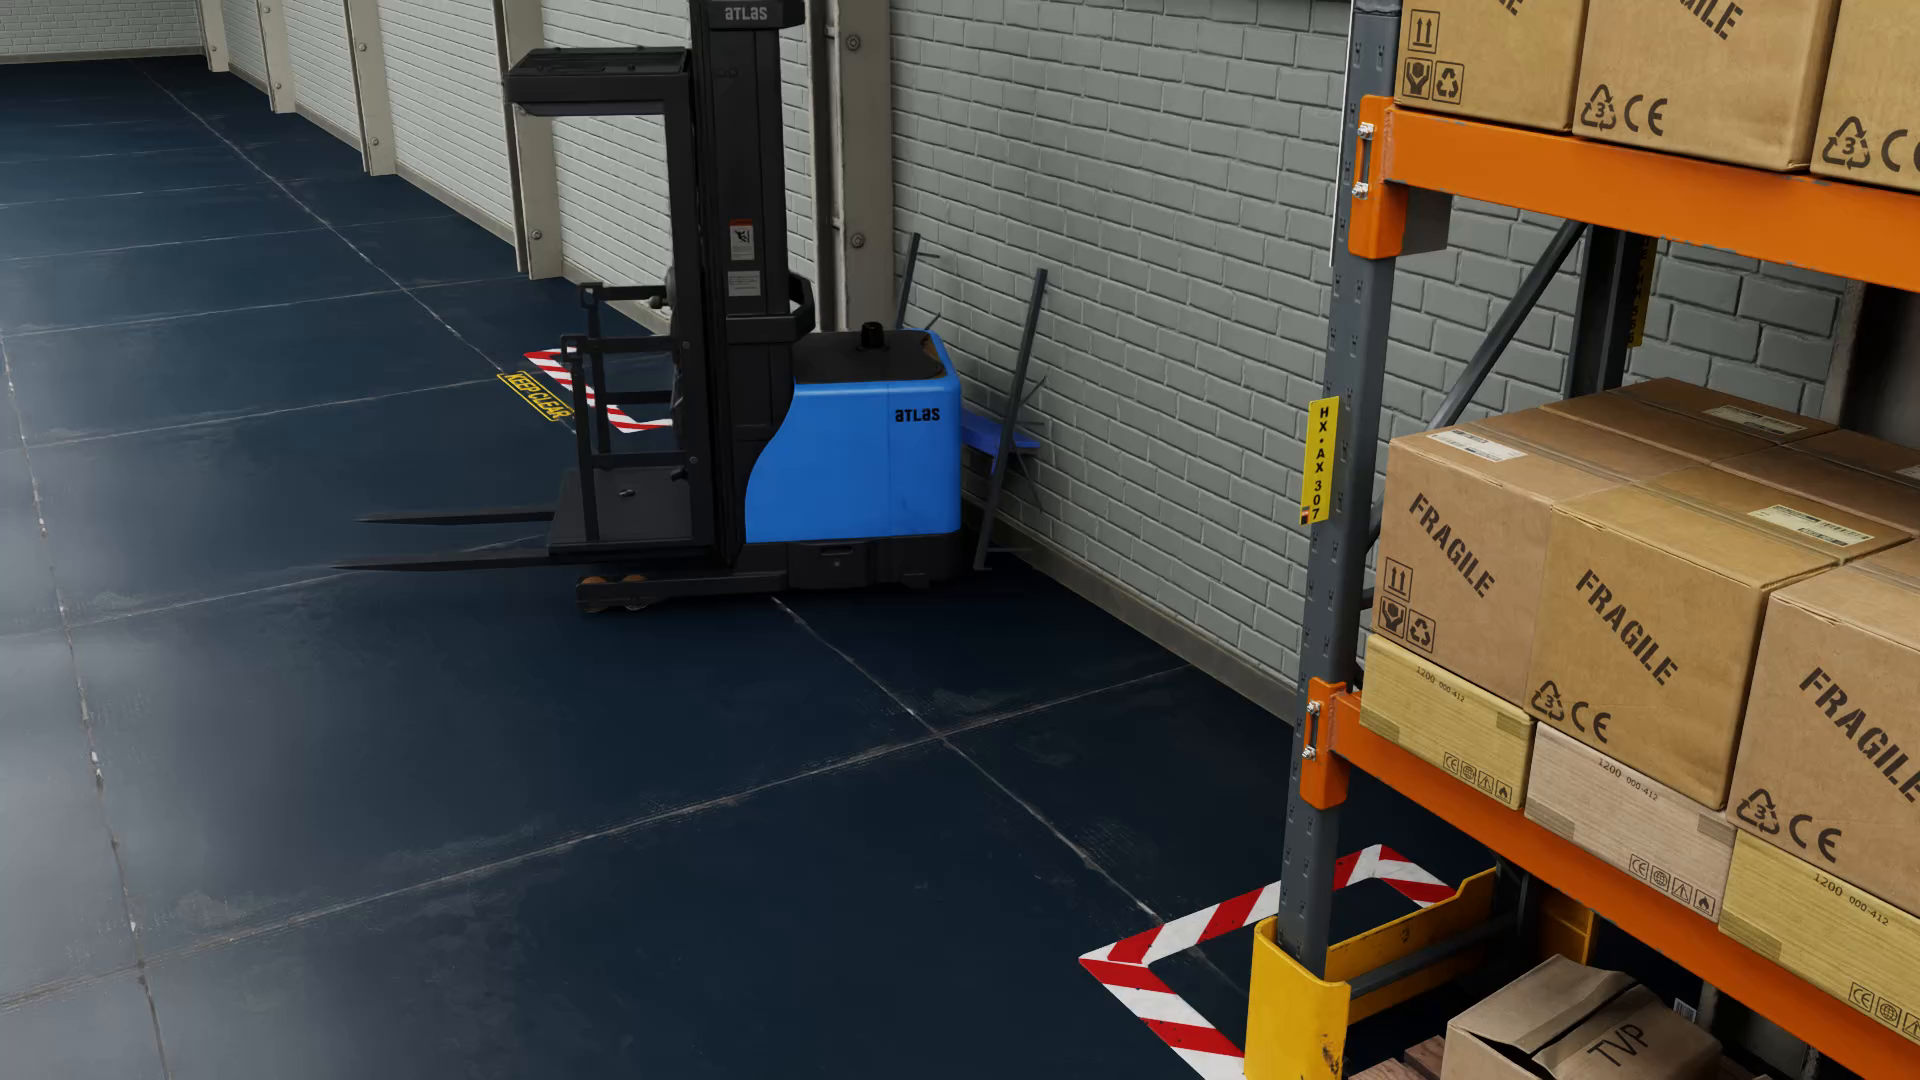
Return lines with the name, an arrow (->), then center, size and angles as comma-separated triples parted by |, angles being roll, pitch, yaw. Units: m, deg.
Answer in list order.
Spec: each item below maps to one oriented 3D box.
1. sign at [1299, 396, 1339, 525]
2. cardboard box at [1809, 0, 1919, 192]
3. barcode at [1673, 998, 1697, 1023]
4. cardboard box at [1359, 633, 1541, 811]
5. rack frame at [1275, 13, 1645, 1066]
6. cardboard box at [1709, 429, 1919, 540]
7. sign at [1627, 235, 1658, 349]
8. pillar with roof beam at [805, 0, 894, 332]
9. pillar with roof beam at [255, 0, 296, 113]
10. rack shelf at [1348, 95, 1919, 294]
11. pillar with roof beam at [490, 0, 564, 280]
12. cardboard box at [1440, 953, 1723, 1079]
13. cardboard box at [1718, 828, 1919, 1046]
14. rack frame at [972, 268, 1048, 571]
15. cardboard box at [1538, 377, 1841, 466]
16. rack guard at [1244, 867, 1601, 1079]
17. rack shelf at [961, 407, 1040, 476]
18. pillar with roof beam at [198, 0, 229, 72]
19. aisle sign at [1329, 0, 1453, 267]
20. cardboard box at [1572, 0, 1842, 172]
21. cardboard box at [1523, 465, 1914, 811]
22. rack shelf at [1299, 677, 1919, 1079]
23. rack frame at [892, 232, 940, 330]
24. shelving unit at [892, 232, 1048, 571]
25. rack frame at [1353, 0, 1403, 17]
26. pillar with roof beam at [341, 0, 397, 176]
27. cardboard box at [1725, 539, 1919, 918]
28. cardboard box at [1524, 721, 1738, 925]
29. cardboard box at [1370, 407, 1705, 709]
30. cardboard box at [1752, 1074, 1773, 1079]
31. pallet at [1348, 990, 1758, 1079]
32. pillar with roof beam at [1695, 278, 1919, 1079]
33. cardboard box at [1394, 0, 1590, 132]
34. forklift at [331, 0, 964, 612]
sign -> 0.902, -0.197, 4.163 | 0.100, 0.325, 0.005 | -13, 25, -28
cardboard box -> 1.836, -0.841, 2.755 | 0.500, 0.500, 0.500 | -11, 25, -26
barcode -> 1.997, 1.307, 4.586 | 0.001, 0.075, 0.075 | -13, 25, -28
cardboard box -> 1.344, 0.379, 4.069 | 0.500, 0.250, 0.500 | -13, 26, -30
rack frame -> 1.368, 0.100, 4.583 | 1.000, 3.000, 0.127 | -13, 25, -28
cardboard box -> 2.040, 0.089, 3.786 | 0.500, 0.500, 0.500 | -12, 25, -28
sign -> 1.855, -0.684, 4.552 | 0.100, 0.325, 0.005 | -13, 25, -28
pillar with roof beam -> -4.297, -3.734, 6.047 | 9.100, 9.000, 0.400 | -13, 25, -28
pillar with roof beam -> -13.491, -9.560, 20.382 | 9.100, 9.000, 0.400 | -13, 25, -28
rack shelf -> 2.390, -0.309, 2.561 | 1.077, 0.370, 4.000 | -13, 25, -28
pillar with roof beam -> -7.361, -5.676, 10.825 | 9.100, 9.000, 0.400 | -13, 25, -28
cardboard box -> 1.644, 1.383, 4.413 | 0.500, 0.311, 0.500 | -16, 27, -34
cardboard box -> 1.877, 0.710, 3.253 | 0.500, 0.250, 0.500 | -13, 26, -29
rack frame -> 0.414, -0.566, 8.181 | 0.500, 1.500, 0.032 | 1, 17, -40
cardboard box -> 1.792, -0.076, 4.192 | 0.500, 0.500, 0.500 | -13, 25, -29
rack guard -> 1.407, 1.282, 4.993 | 1.175, 0.500, 0.348 | -13, 25, -28
rack shelf -> 0.068, -0.549, 8.594 | 0.538, 0.185, 1.000 | 1, 17, -40
pillar with roof beam -> -16.556, -11.503, 25.161 | 9.100, 9.000, 0.400 | -13, 25, -28
aisle sign -> 1.073, -1.070, 4.009 | 0.394, 0.787, 0.004 | -13, 25, -28
cardboard box -> 1.568, -1.009, 3.166 | 0.500, 0.500, 0.500 | -11, 24, -25
cardboard box -> 1.597, 0.187, 3.546 | 0.500, 0.500, 0.500 | -13, 25, -28
rack shelf -> 2.390, 1.080, 3.126 | 1.077, 0.370, 4.000 | -13, 25, -28
rack frame -> -0.206, -0.874, 8.926 | 0.500, 1.500, 0.032 | 1, 17, -40
shelving unit -> 0.104, -0.720, 8.553 | 0.538, 1.500, 1.048 | 1, 17, -40
rack frame -> 1.368, -2.680, 3.453 | 1.000, 3.000, 0.127 | -13, 25, -28
pillar with roof beam -> -10.426, -7.618, 15.604 | 9.100, 9.000, 0.400 | -13, 25, -28
cardboard box -> 1.856, 0.355, 3.131 | 0.500, 0.500, 0.500 | -14, 26, -30
cardboard box -> 1.622, 0.544, 3.662 | 0.500, 0.250, 0.500 | -13, 26, -30
cardboard box -> 1.354, 0.025, 3.944 | 0.500, 0.500, 0.500 | -13, 25, -28
cardboard box -> 1.935, 1.567, 3.959 | 0.500, 0.311, 0.500 | -10, 24, -24
pallet -> 1.791, 1.686, 4.384 | 1.003, 0.211, 1.213 | -13, 25, -28
pillar with roof beam -> -1.232, -1.791, 1.268 | 9.100, 9.000, 0.400 | -13, 25, -28
cardboard box -> 1.324, -1.189, 3.611 | 0.500, 0.500, 0.500 | -12, 25, -27
forklift -> -1.537, -1.223, 7.929 | 3.031, 2.935, 1.130 | -3, 22, -7
